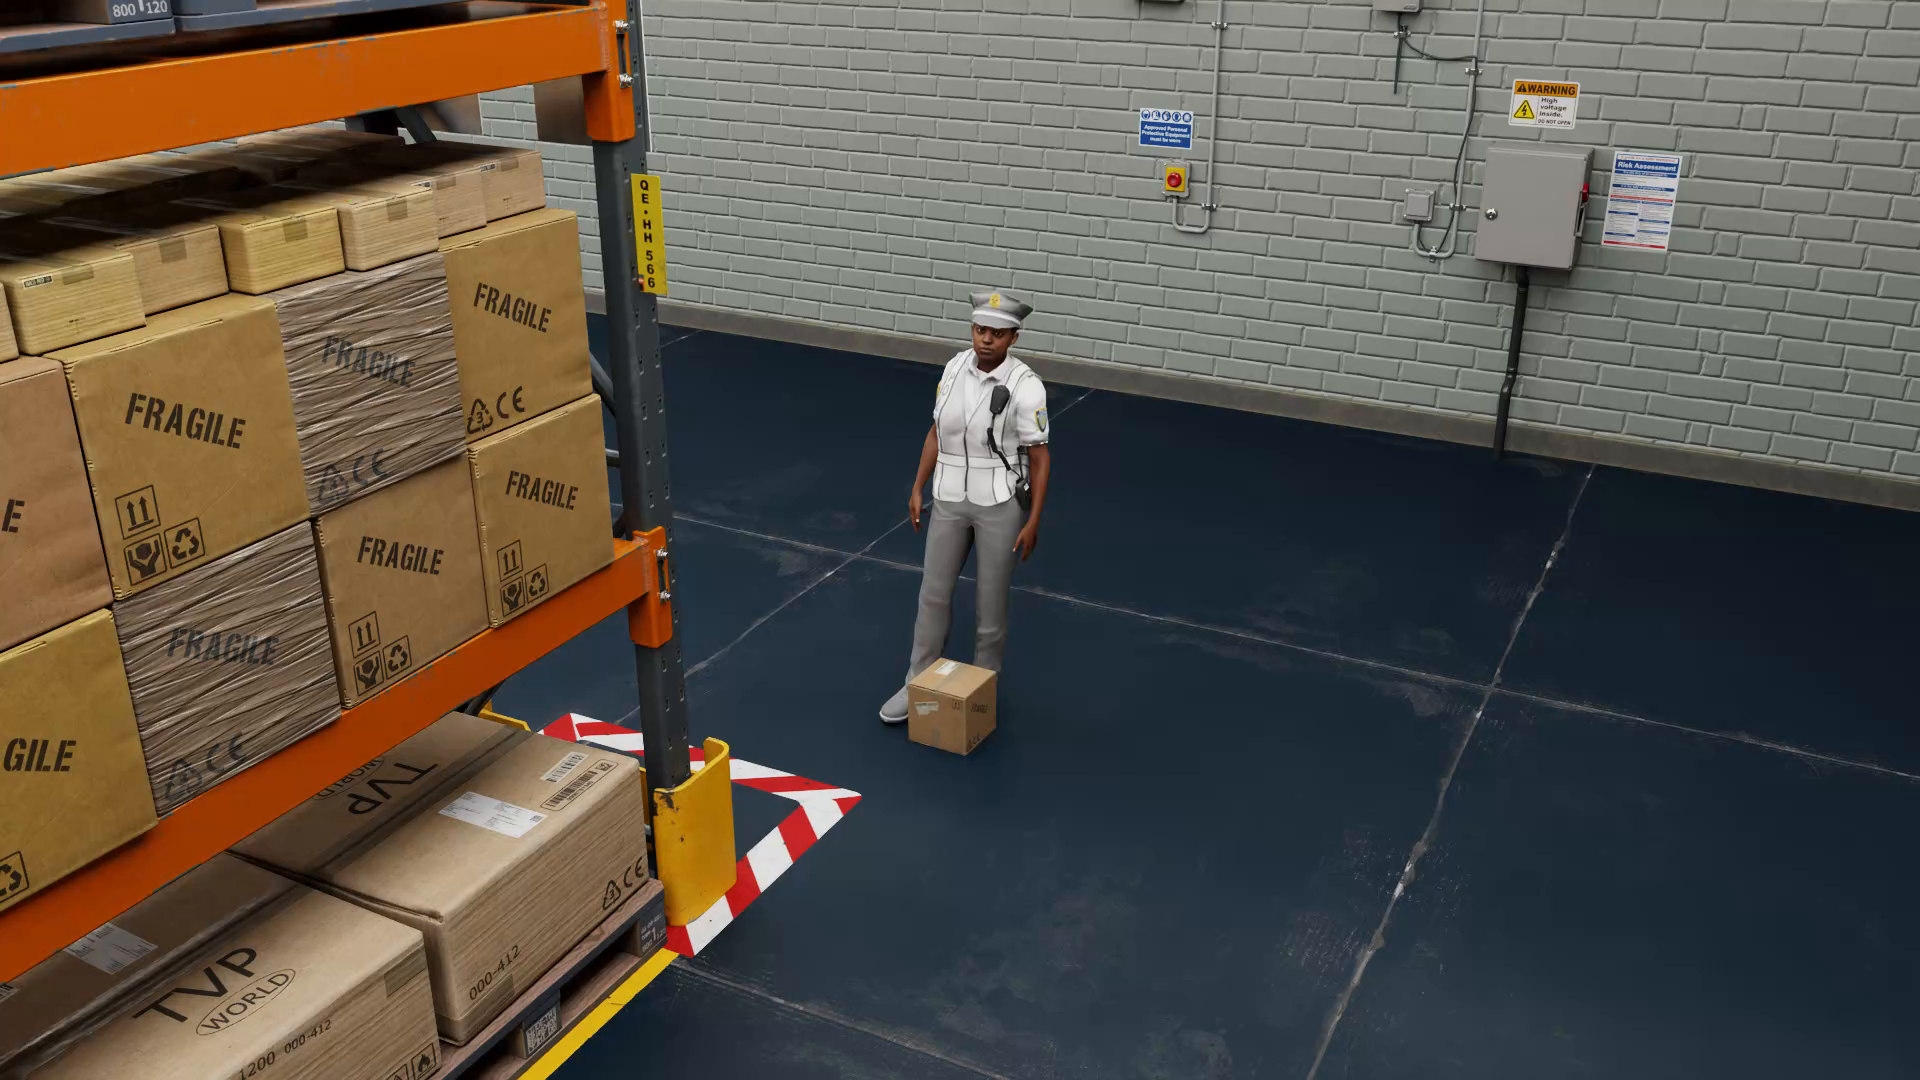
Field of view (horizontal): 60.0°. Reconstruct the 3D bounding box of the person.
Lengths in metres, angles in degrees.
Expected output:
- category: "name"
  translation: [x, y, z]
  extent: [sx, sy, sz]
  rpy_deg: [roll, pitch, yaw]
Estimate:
- category: "person"
  translation: [0.032, -0.111, 6.292]
  extent: [0.569, 1.695, 0.530]
  rpy_deg: [11, 25, 25]
